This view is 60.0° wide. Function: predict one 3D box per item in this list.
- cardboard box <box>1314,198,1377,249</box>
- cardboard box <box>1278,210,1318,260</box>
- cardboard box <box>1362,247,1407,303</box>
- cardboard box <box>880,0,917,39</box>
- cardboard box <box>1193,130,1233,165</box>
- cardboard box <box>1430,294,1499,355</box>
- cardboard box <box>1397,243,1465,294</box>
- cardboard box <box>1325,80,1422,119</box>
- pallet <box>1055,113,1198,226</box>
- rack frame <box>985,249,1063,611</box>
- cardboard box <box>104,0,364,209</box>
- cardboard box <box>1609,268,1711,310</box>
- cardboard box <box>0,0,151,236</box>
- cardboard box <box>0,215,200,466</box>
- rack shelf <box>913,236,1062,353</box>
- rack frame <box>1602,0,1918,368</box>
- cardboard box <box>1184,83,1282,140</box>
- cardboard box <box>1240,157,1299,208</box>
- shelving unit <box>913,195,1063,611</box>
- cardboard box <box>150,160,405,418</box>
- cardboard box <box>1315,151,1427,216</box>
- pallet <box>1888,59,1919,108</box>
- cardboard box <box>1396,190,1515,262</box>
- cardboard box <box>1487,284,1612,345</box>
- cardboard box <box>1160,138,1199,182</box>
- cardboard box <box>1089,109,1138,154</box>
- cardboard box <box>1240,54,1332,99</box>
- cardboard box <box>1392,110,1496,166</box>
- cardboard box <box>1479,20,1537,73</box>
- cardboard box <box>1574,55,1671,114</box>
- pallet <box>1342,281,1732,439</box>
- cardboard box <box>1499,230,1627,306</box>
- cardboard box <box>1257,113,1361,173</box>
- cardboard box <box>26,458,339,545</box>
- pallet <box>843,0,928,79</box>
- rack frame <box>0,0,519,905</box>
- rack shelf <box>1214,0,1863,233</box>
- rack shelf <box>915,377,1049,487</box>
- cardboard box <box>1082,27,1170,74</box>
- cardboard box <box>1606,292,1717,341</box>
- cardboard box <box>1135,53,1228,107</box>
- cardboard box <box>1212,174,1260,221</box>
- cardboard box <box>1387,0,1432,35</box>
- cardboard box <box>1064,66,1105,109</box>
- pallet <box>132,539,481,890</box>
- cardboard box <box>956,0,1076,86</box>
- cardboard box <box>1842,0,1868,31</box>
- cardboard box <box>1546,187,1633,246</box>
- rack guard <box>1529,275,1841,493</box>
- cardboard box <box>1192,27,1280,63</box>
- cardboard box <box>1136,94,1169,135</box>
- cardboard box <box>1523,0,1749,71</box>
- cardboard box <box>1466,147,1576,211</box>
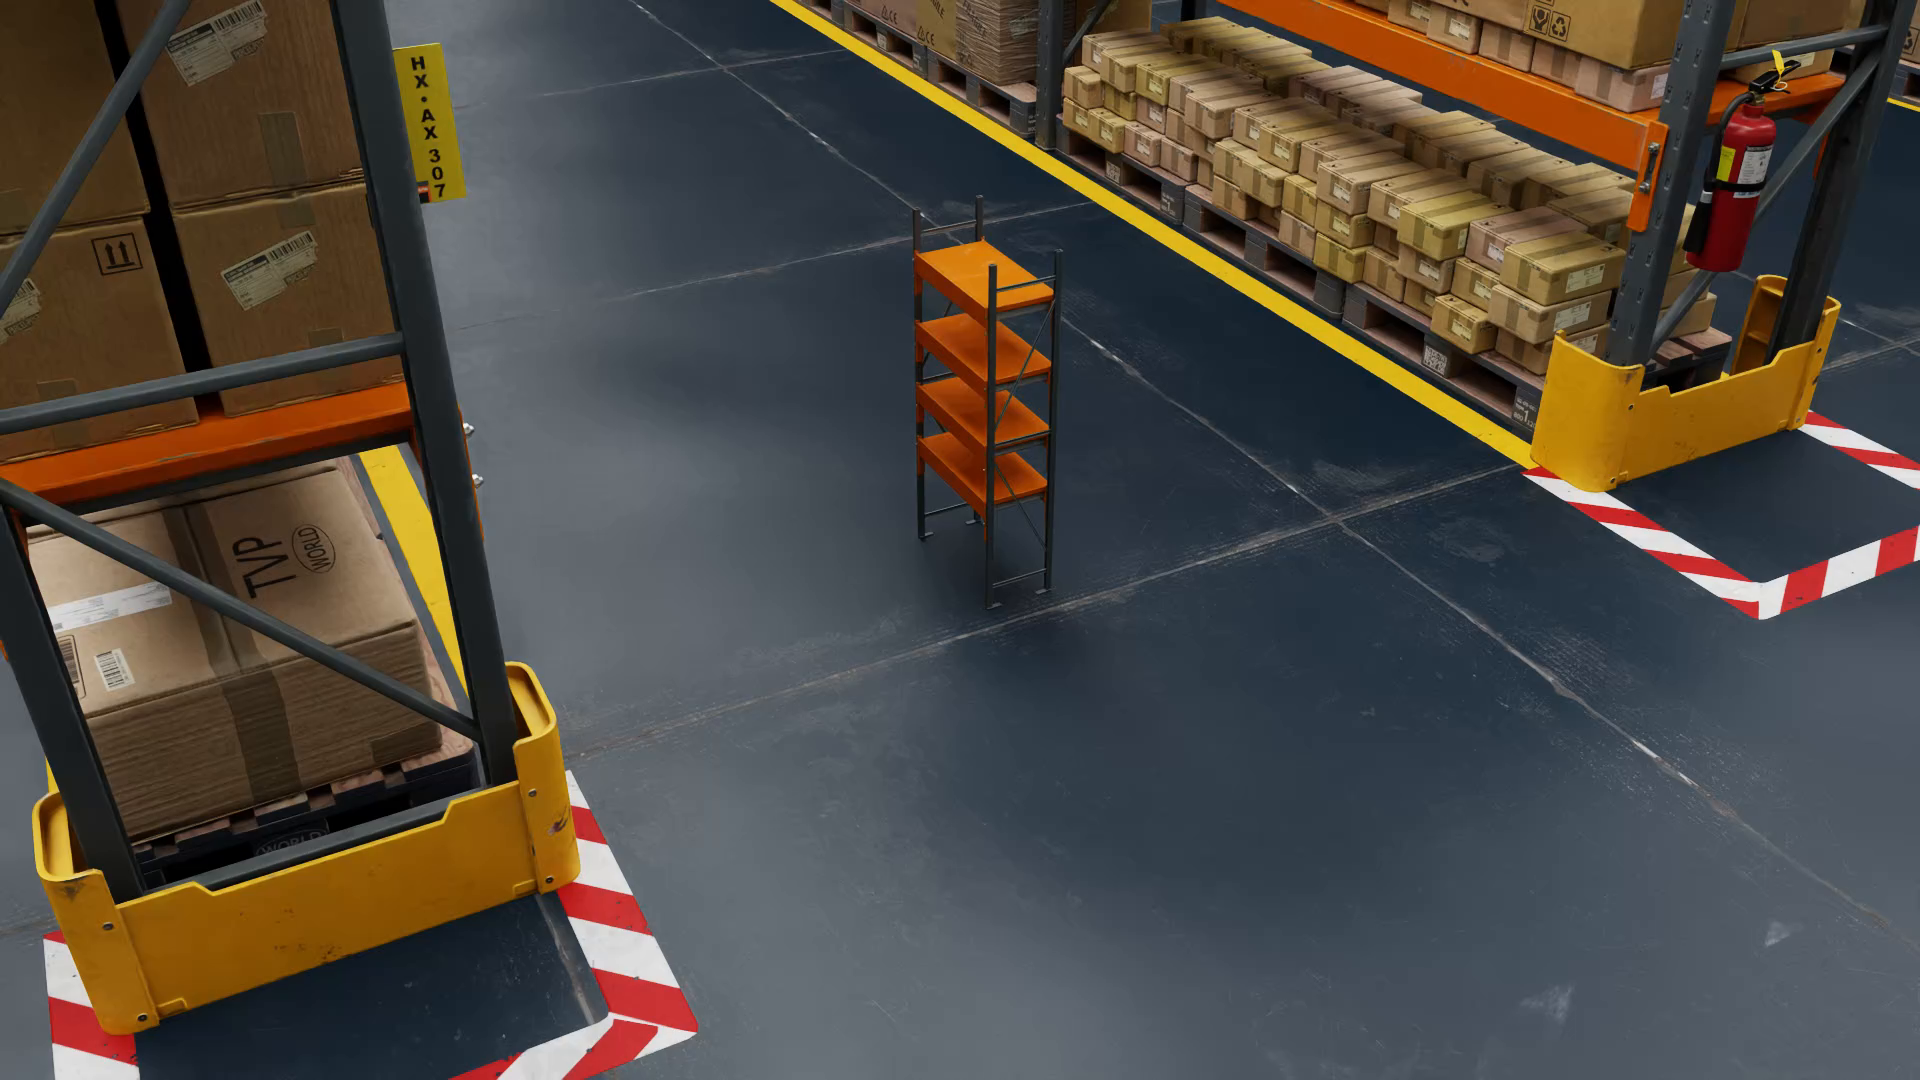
[{"bbox_3d":[1.750,-1.387,7.112,0.380,0.149,0.250,-15,36,-22],"label":"cardboard box"},{"bbox_3d":[1.648,-1.390,7.392,0.380,0.149,0.250,-15,36,-22],"label":"cardboard box"},{"bbox_3d":[1.932,-1.149,7.016,0.380,0.149,0.250,-15,36,-23],"label":"cardboard box"},{"bbox_3d":[-0.162,-3.428,10.247,0.500,0.500,0.500,-17,36,-24],"label":"cardboard box"},{"bbox_3d":[1.340,-1.899,7.911,0.380,0.149,0.250,-14,35,-21],"label":"cardboard box"},{"bbox_3d":[2.106,-0.886,6.606,0.380,0.149,0.250,-15,35,-22],"label":"cardboard box"},{"bbox_3d":[2.003,-1.143,6.731,0.380,0.149,0.250,-17,37,-25],"label":"cardboard box"},{"bbox_3d":[1.950,-2.041,7.858,0.380,0.149,0.250,-17,36,-25],"label":"cardboard box"},{"bbox_3d":[1.225,-2.037,8.734,1.003,0.211,1.213,-16,36,-23],"label":"pallet"},{"bbox_3d":[0.191,-0.310,5.121,0.240,1.200,0.015,-16,36,-23],"label":"rack frame"},{"bbox_3d":[-1.558,-1.084,3.642,0.500,0.500,0.500,-17,36,-24],"label":"cardboard box"},{"bbox_3d":[2.728,-1.030,6.555,0.380,0.149,0.250,-14,35,-21],"label":"cardboard box"},{"bbox_3d":[-2.022,-0.954,3.439,0.500,0.500,0.500,-15,35,-22],"label":"cardboard box"},{"bbox_3d":[-2.046,-0.526,3.698,0.500,0.500,0.500,-16,36,-23],"label":"cardboard box"},{"bbox_3d":[0.077,-0.757,5.091,0.258,0.148,0.480,-16,36,-23],"label":"rack shelf"},{"bbox_3d":[2.745,-1.614,5.488,1.000,3.000,0.127,-16,36,-23],"label":"rack frame"},{"bbox_3d":[1.283,-2.018,7.821,0.380,0.149,0.250,-15,36,-22],"label":"cardboard box"},{"bbox_3d":[1.494,-1.638,7.504,0.380,0.149,0.250,-15,36,-23],"label":"cardboard box"},{"bbox_3d":[0.077,-0.426,5.303,0.258,1.200,0.503,-16,36,-23],"label":"shelving unit"},{"bbox_3d":[-1.556,-0.664,3.913,0.500,0.500,0.500,-16,36,-23],"label":"cardboard box"},{"bbox_3d":[1.736,-1.509,7.027,0.380,0.149,0.250,-15,35,-21],"label":"cardboard box"},{"bbox_3d":[6.173,-2.582,9.585,1.003,0.211,1.213,-16,36,-23],"label":"pallet"},{"bbox_3d":[1.975,-1.256,6.631,0.380,0.149,0.250,-17,36,-24],"label":"cardboard box"},{"bbox_3d":[2.247,-0.896,6.345,0.380,0.149,0.250,-17,36,-24],"label":"cardboard box"},{"bbox_3d":[1.214,-1.903,8.194,0.380,0.149,0.250,-17,36,-24],"label":"cardboard box"},{"bbox_3d":[0.890,-2.118,8.528,0.380,0.149,0.250,-15,35,-22],"label":"cardboard box"},{"bbox_3d":[1.605,-2.273,8.219,0.380,0.149,0.250,-15,35,-22],"label":"cardboard box"},{"bbox_3d":[2.170,-1.799,7.480,0.380,0.149,0.250,-15,36,-22],"label":"cardboard box"},{"bbox_3d":[2.130,-1.837,6.069,0.380,0.149,0.250,-16,36,-24],"label":"cardboard box"},{"bbox_3d":[2.343,-1.593,5.688,0.380,0.149,0.250,-16,36,-23],"label":"cardboard box"},{"bbox_3d":[2.362,-0.873,6.916,1.003,0.211,1.213,-16,36,-23],"label":"pallet"},{"bbox_3d":[2.274,-1.030,6.278,0.380,0.149,0.250,-15,36,-23],"label":"cardboard box"},{"bbox_3d":[1.564,-1.781,7.451,0.380,0.149,0.250,-16,36,-23],"label":"cardboard box"},{"bbox_3d":[-2.417,-0.143,5.178,0.875,0.438,0.875,-15,36,-22],"label":"cardboard box"},{"bbox_3d":[-0.057,-3.303,10.709,1.003,0.211,1.213,-16,36,-23],"label":"pallet"},{"bbox_3d":[-1.587,-0.321,3.470,1.000,3.000,0.127,-16,36,-23],"label":"rack frame"},{"bbox_3d":[1.813,-2.265,7.172,1.077,0.370,4.000,-16,36,-23],"label":"rack shelf"},{"bbox_3d":[0.077,-0.370,5.339,0.258,0.148,0.480,-16,36,-23],"label":"rack shelf"},{"bbox_3d":[0.858,-2.533,8.625,0.380,0.149,0.250,-14,35,-21],"label":"cardboard box"},{"bbox_3d":[2.784,-0.921,6.660,0.380,0.149,0.250,-15,36,-22],"label":"cardboard box"},{"bbox_3d":[1.095,-2.278,8.228,0.380,0.149,0.250,-16,36,-24],"label":"cardboard box"},{"bbox_3d":[1.407,-1.636,7.776,0.380,0.149,0.250,-17,36,-24],"label":"cardboard box"},{"bbox_3d":[1.894,-2.086,6.458,0.380,0.149,0.250,-18,37,-25],"label":"cardboard box"},{"bbox_3d":[0.766,-2.371,8.648,0.380,0.149,0.250,-14,35,-21],"label":"cardboard box"},{"bbox_3d":[-2.029,0.492,4.787,1.003,0.211,1.213,-16,36,-23],"label":"pallet"},{"bbox_3d":[0.312,-2.937,9.481,0.500,0.500,0.500,-17,36,-24],"label":"cardboard box"},{"bbox_3d":[5.552,-3.669,10.277,0.875,0.875,0.875,-16,36,-23],"label":"cardboard box"},{"bbox_3d":[2.567,-1.278,6.665,0.380,0.149,0.250,-15,36,-22],"label":"cardboard box"},{"bbox_3d":[2.710,-0.598,6.219,1.175,0.500,0.348,-16,36,-23],"label":"rack guard"},{"bbox_3d":[1.431,-2.533,8.626,0.380,0.149,0.250,-15,36,-23],"label":"cardboard box"},{"bbox_3d":[1.109,-2.165,8.327,0.380,0.149,0.250,-16,36,-23],"label":"cardboard box"},{"bbox_3d":[2.308,-1.931,5.615,0.500,0.500,0.500,-15,36,-22],"label":"cardboard box"},{"bbox_3d":[2.374,-1.528,7.056,0.380,0.149,0.250,-18,37,-25],"label":"cardboard box"}]
